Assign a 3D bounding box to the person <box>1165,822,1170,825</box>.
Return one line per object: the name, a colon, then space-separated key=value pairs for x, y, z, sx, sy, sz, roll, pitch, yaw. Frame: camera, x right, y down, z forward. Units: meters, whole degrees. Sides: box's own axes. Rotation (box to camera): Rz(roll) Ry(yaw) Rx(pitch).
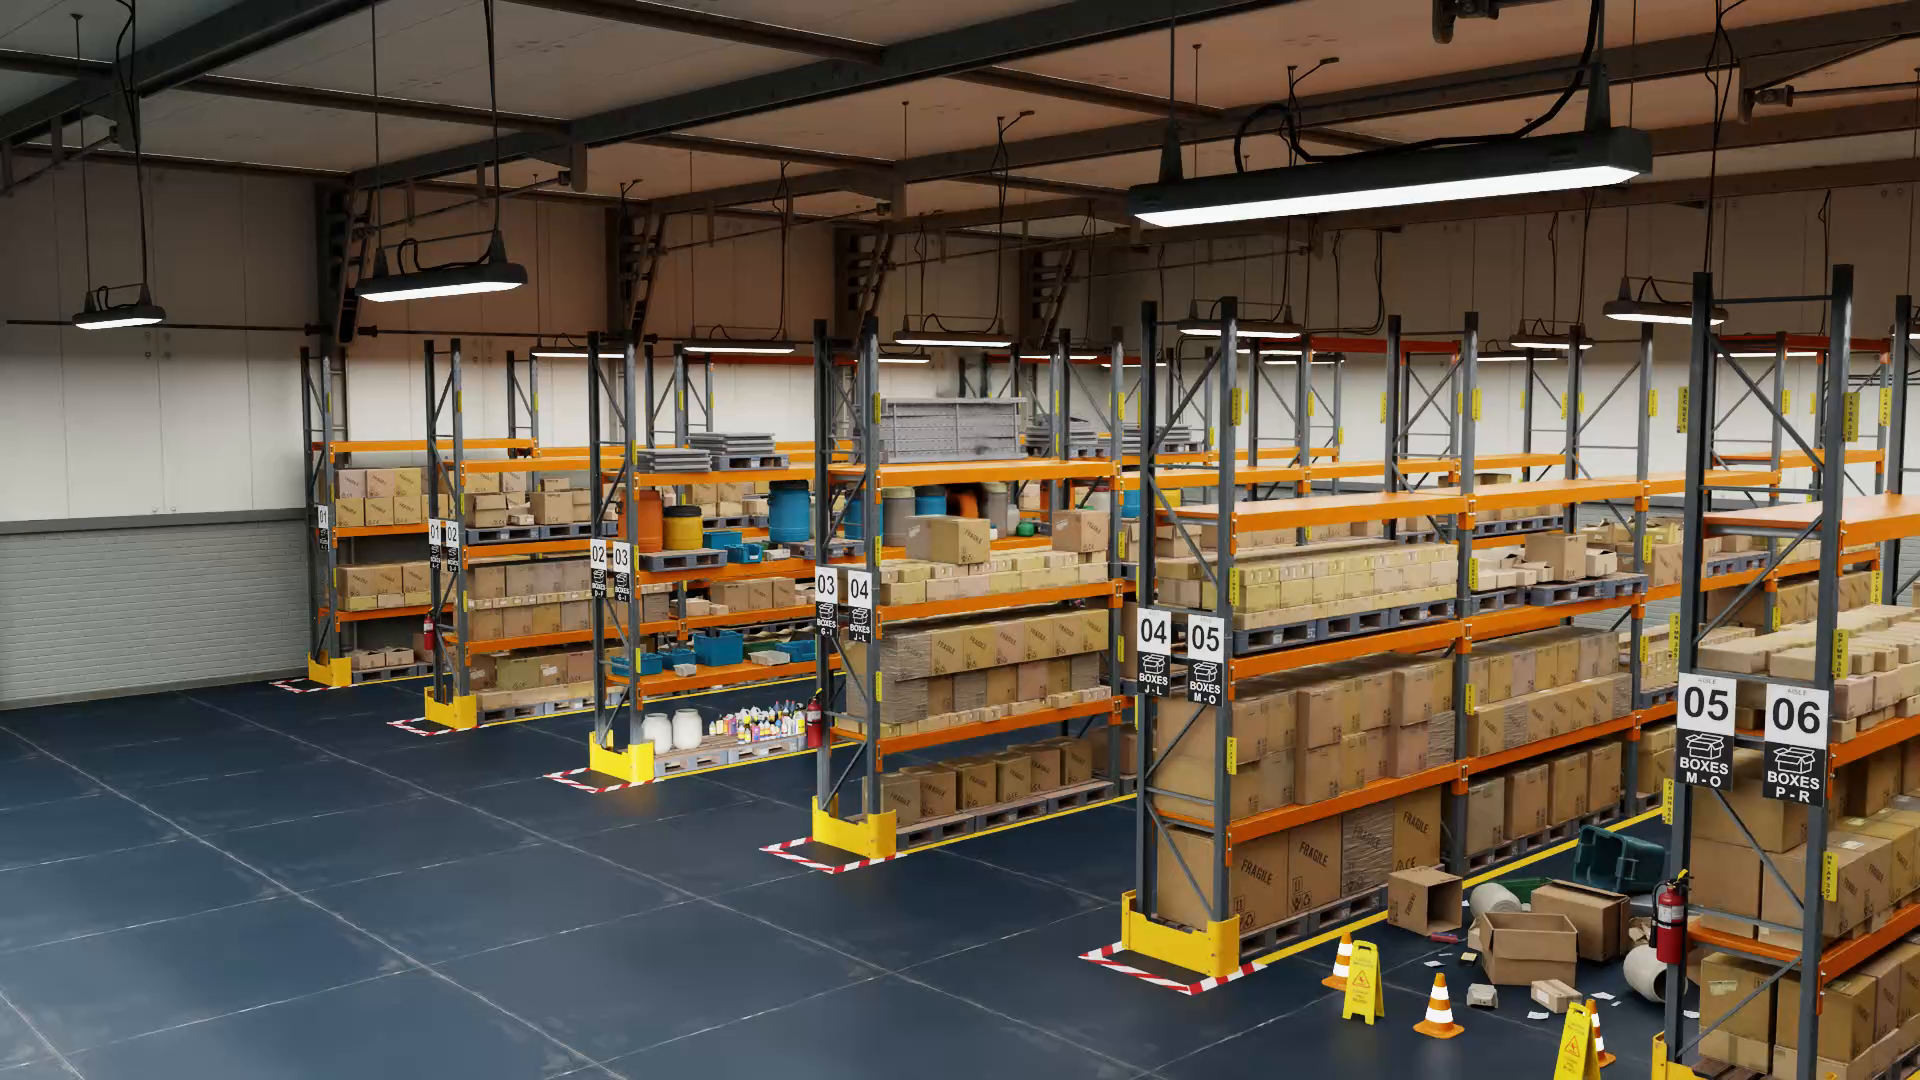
person: x=2.434 y=2.726 z=17.766 sx=0.637 sy=1.738 sz=0.741 roll=3 pitch=6 yaw=32
